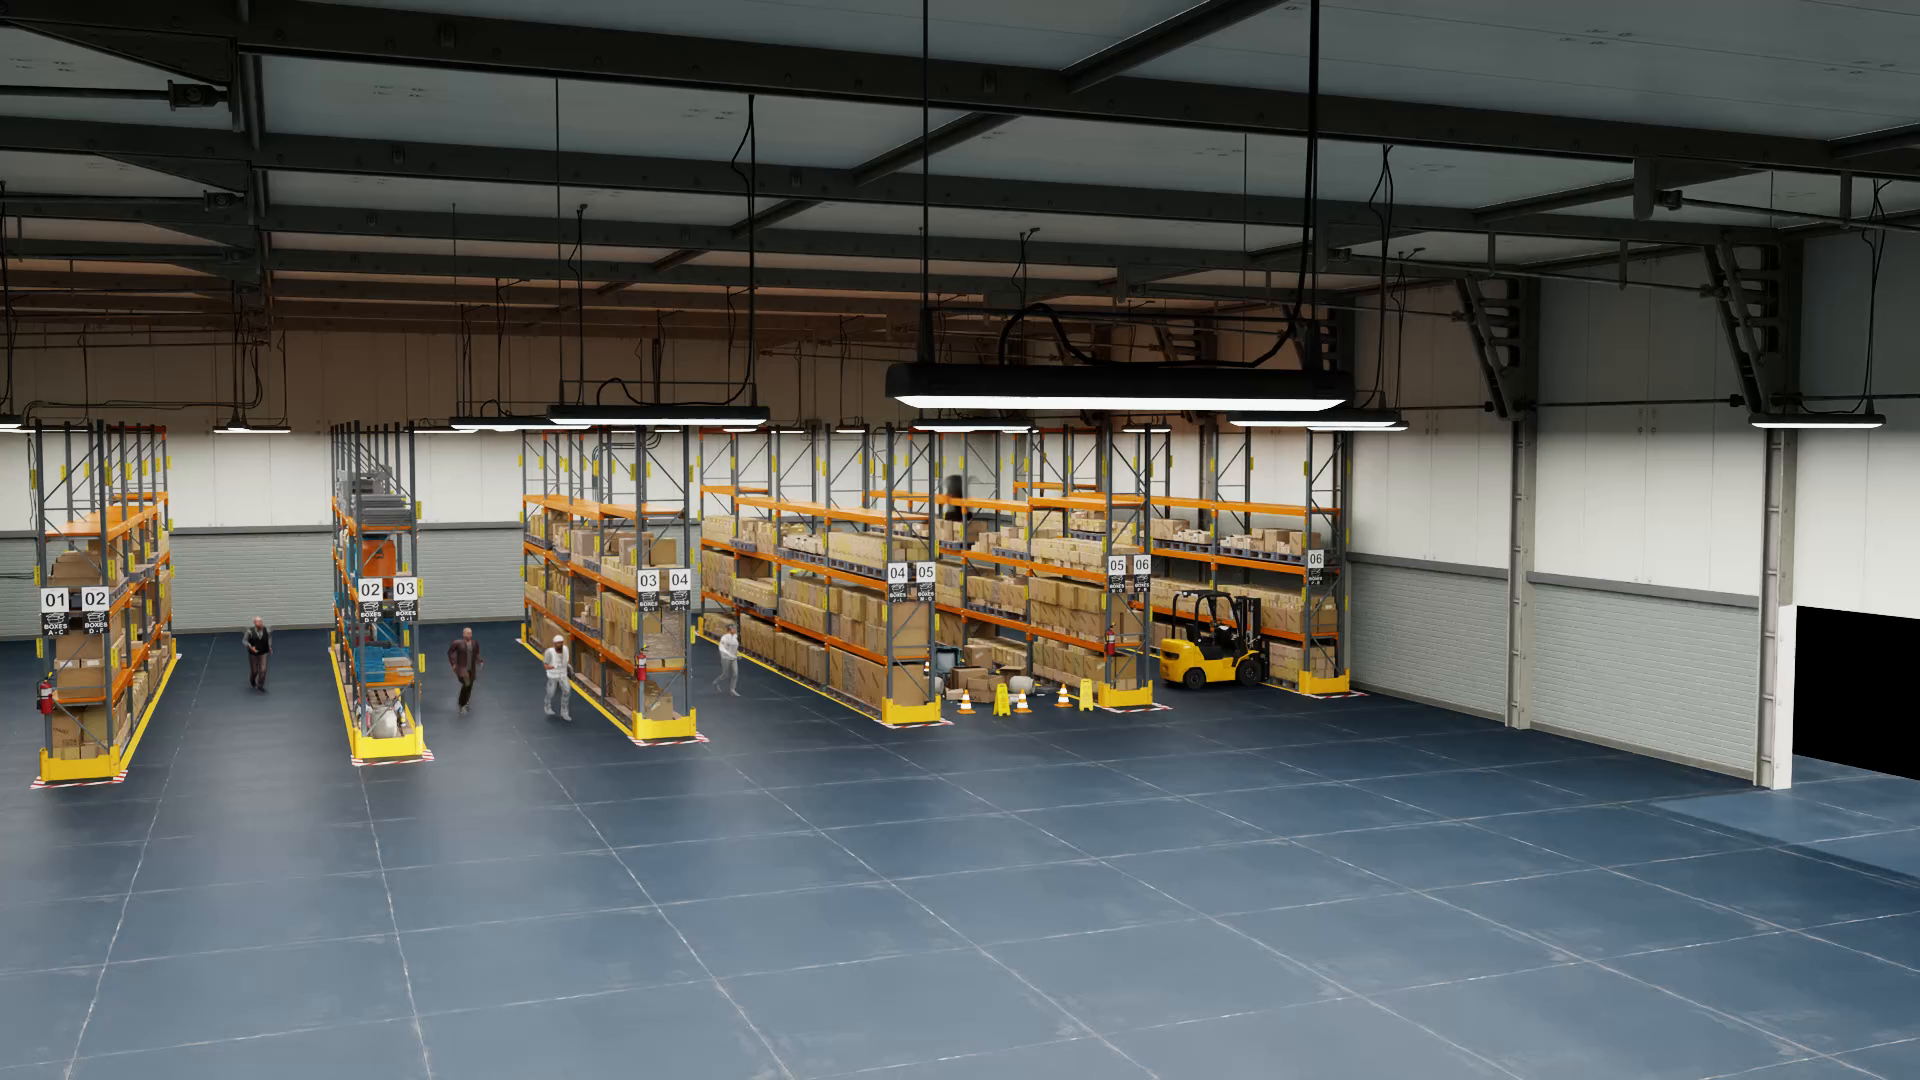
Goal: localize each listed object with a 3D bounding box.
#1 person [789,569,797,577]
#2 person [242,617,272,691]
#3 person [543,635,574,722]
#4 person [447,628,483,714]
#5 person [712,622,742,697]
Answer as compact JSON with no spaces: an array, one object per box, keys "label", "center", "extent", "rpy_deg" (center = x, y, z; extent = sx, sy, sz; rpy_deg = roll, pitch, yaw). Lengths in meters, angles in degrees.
[{"label":"person","center":[-4.881,1.721,50.380],"extent":[0.846,1.721,0.695],"rpy_deg":[-3,4,-36]},{"label":"person","center":[-15.813,2.559,37.443],"extent":[0.654,1.673,0.715],"rpy_deg":[-2,4,-33]},{"label":"person","center":[-8.099,2.764,33.513],"extent":[0.703,1.747,0.994],"rpy_deg":[-2,4,-33]},{"label":"person","center":[-10.234,2.719,34.438],"extent":[0.863,1.825,0.626],"rpy_deg":[3,5,43]},{"label":"person","center":[-5.148,2.616,36.683],"extent":[0.771,1.651,0.607],"rpy_deg":[3,5,42]}]
